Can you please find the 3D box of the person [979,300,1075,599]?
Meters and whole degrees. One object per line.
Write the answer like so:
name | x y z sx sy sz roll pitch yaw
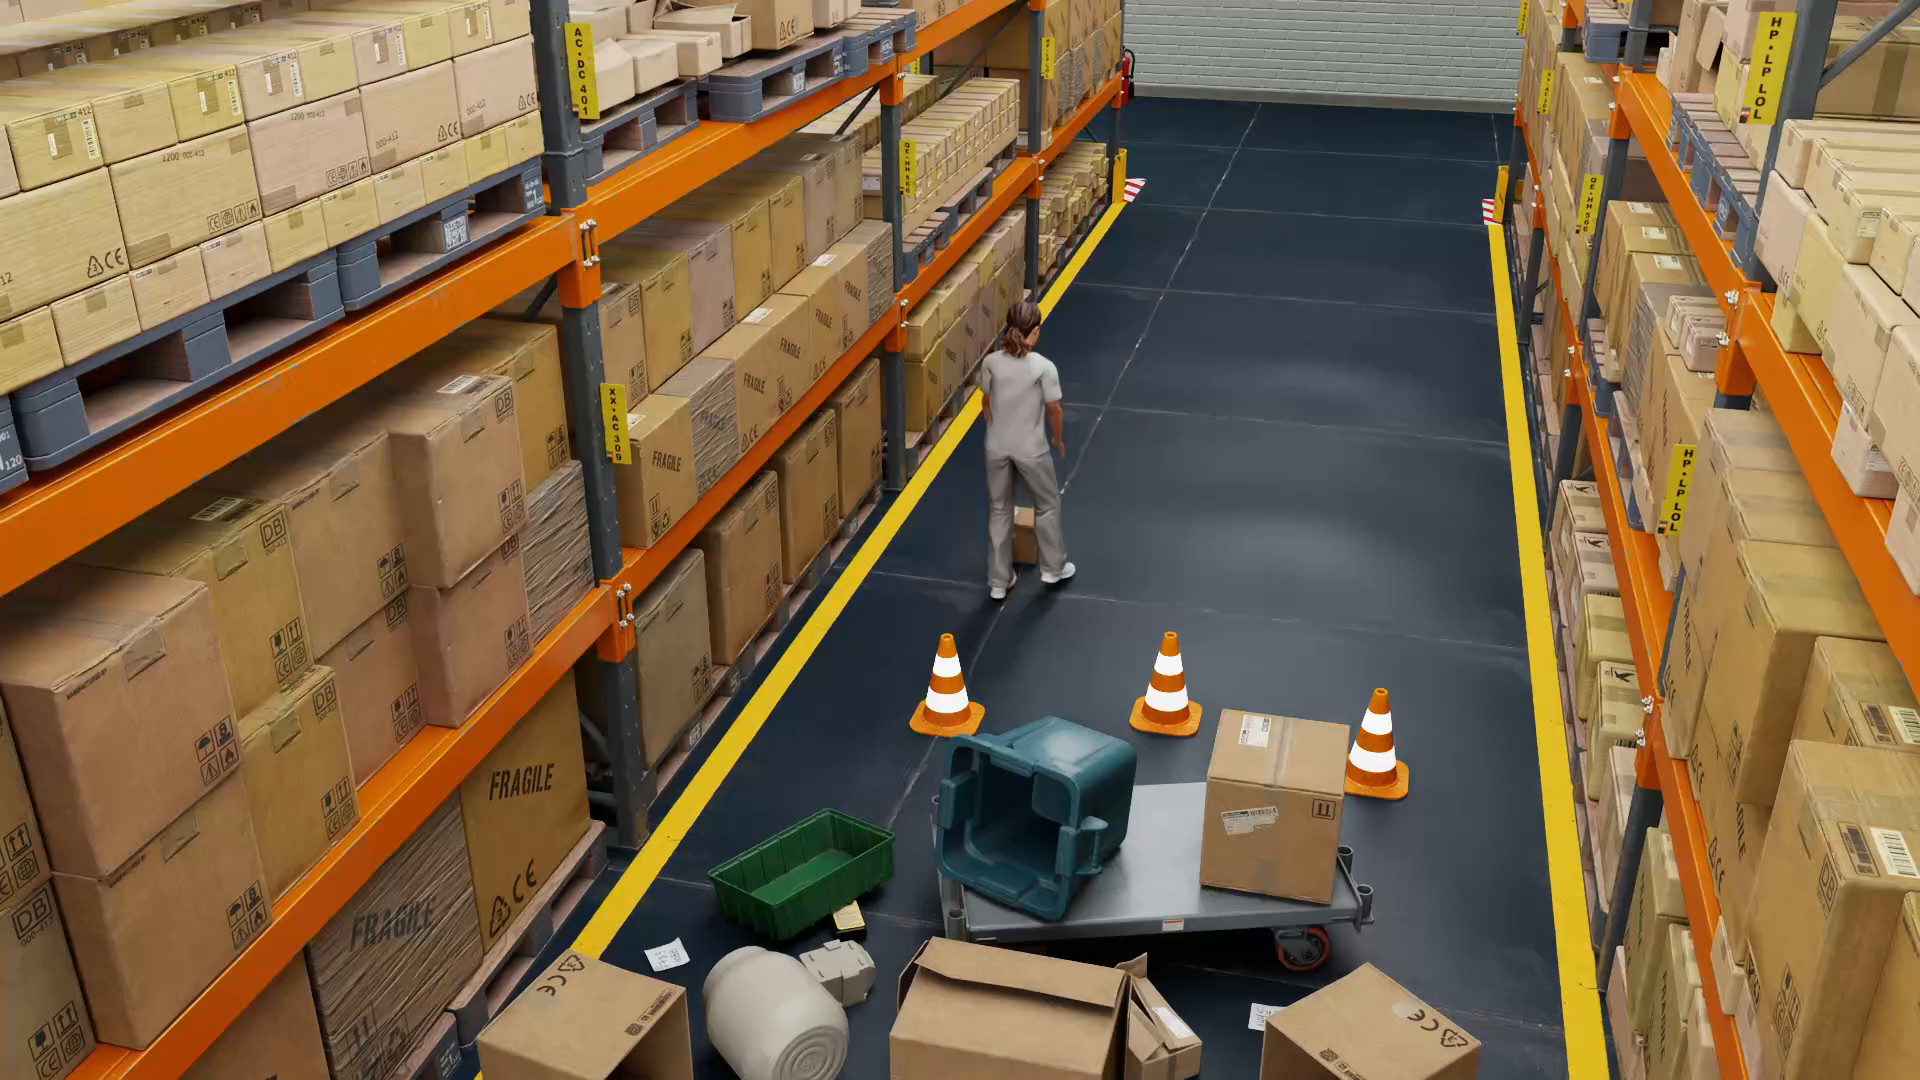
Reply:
person | 0.364 -0.510 9.155 0.485 1.677 0.543 8 27 17
